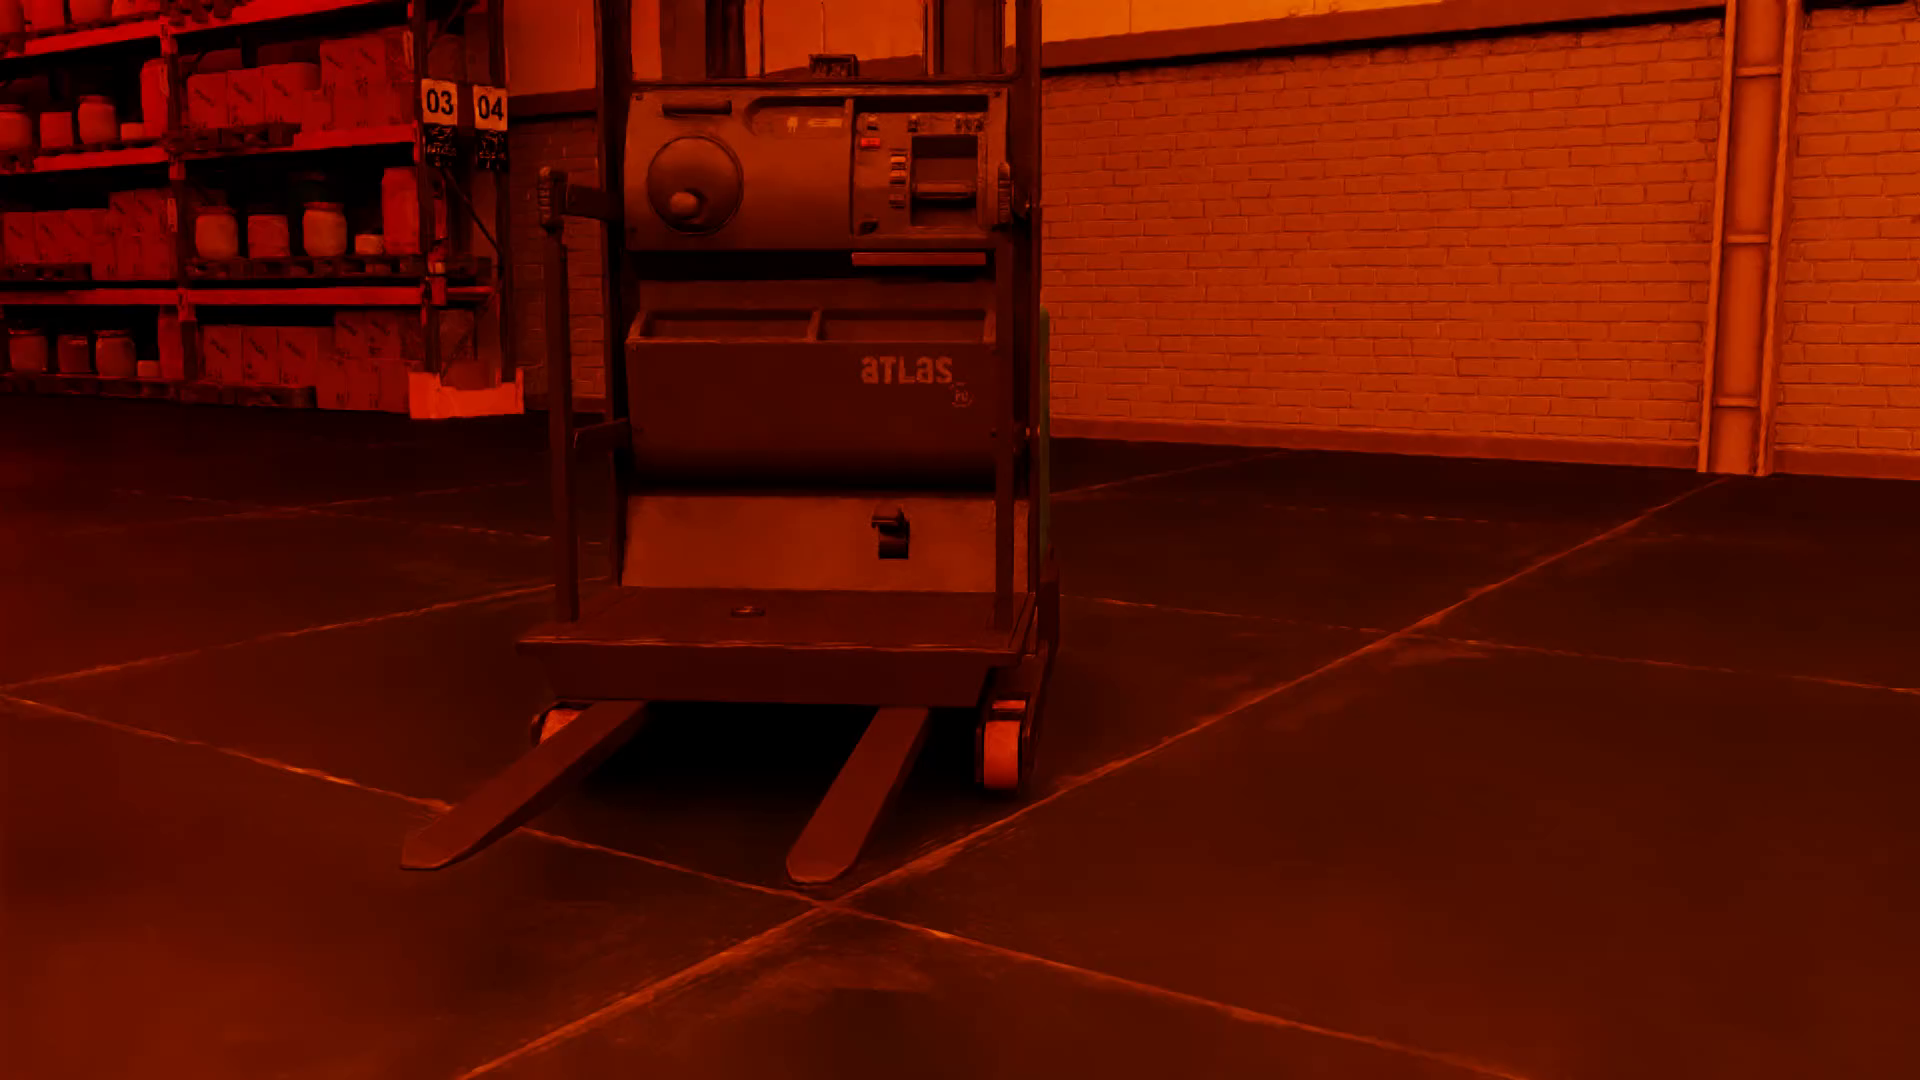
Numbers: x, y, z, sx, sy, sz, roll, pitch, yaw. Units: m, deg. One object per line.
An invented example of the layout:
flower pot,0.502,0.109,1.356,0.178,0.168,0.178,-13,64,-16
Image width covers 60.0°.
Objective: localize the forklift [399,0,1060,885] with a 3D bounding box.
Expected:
forklift,-0.369,-0.942,3.816,1.130,2.935,3.031,1,8,6
